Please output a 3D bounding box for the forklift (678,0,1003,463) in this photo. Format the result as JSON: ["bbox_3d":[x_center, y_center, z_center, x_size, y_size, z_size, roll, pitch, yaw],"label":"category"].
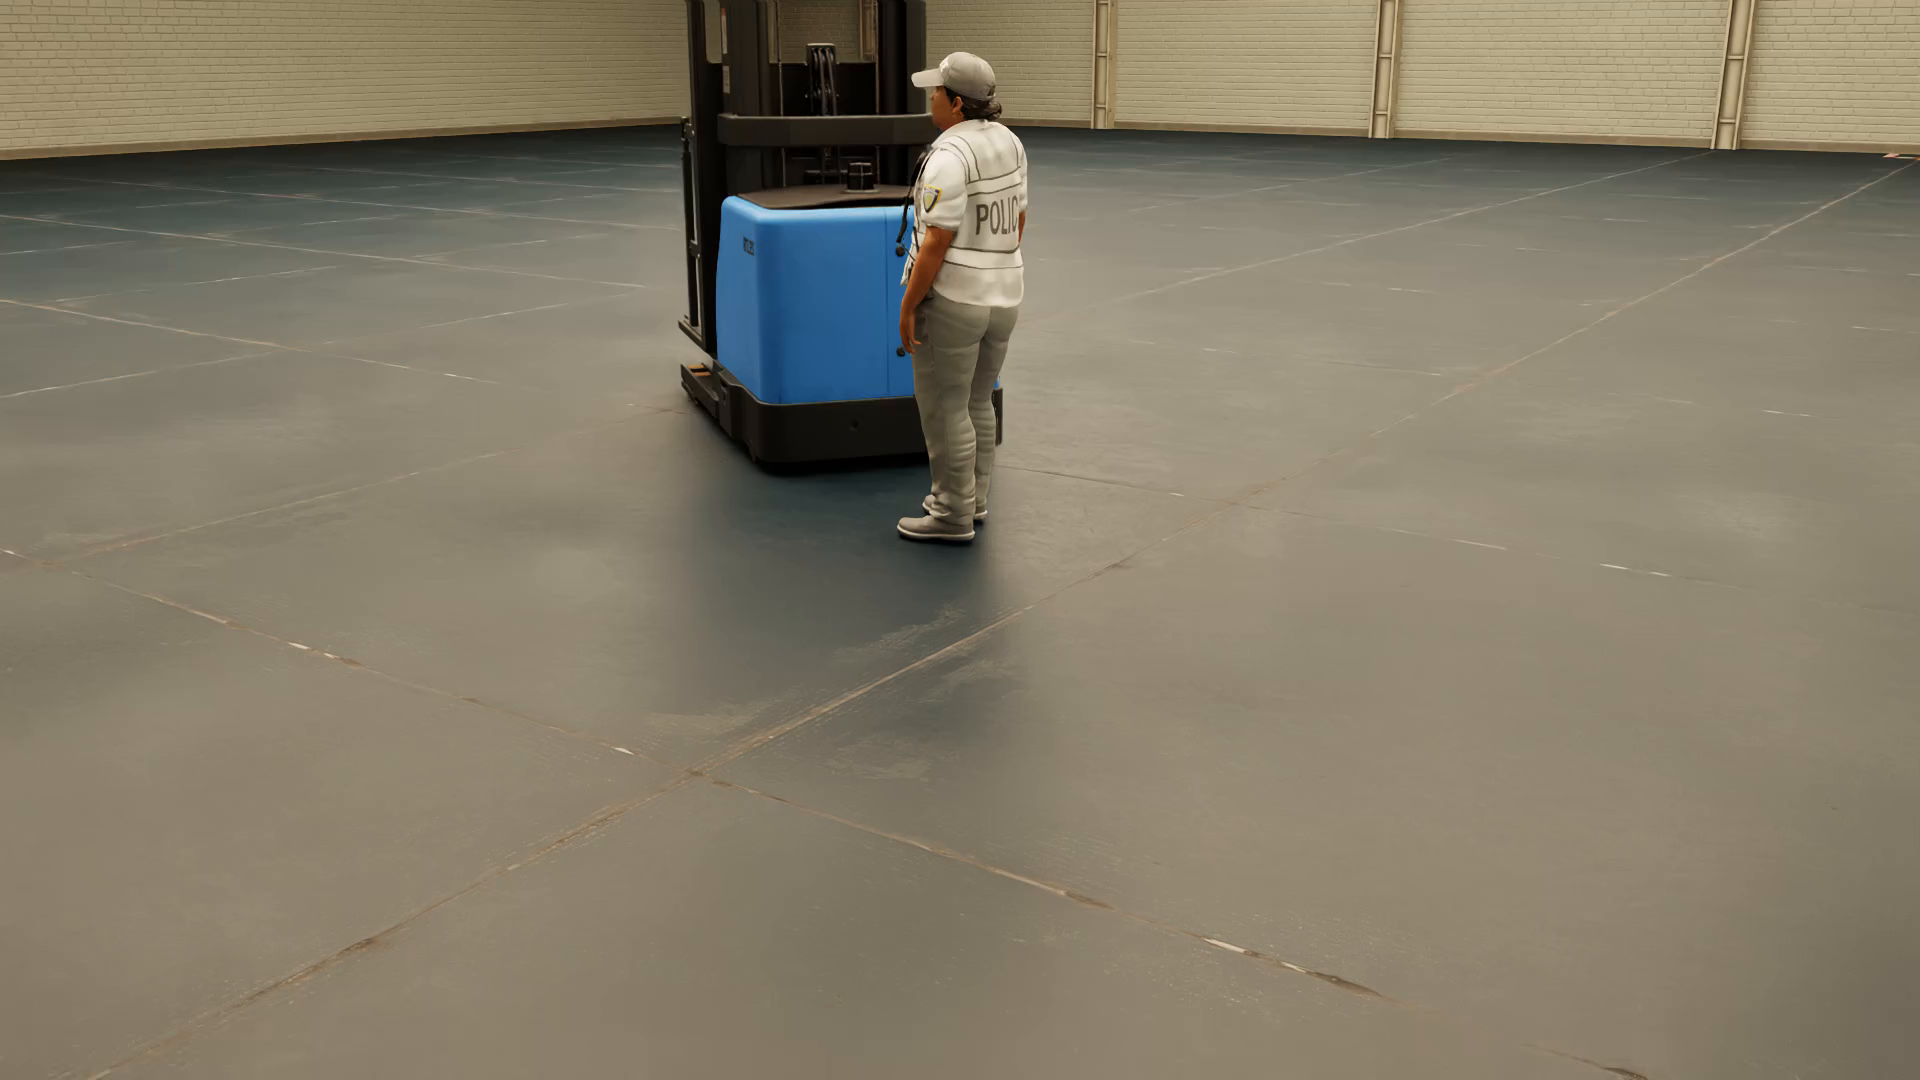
[{"bbox_3d":[-0.766,-2.098,7.847,1.130,2.935,3.031,-5,17,-18],"label":"forklift"}]

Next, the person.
[{"bbox_3d":[-0.050,-0.823,5.767,0.529,1.670,0.598,11,20,33],"label":"person"}]
